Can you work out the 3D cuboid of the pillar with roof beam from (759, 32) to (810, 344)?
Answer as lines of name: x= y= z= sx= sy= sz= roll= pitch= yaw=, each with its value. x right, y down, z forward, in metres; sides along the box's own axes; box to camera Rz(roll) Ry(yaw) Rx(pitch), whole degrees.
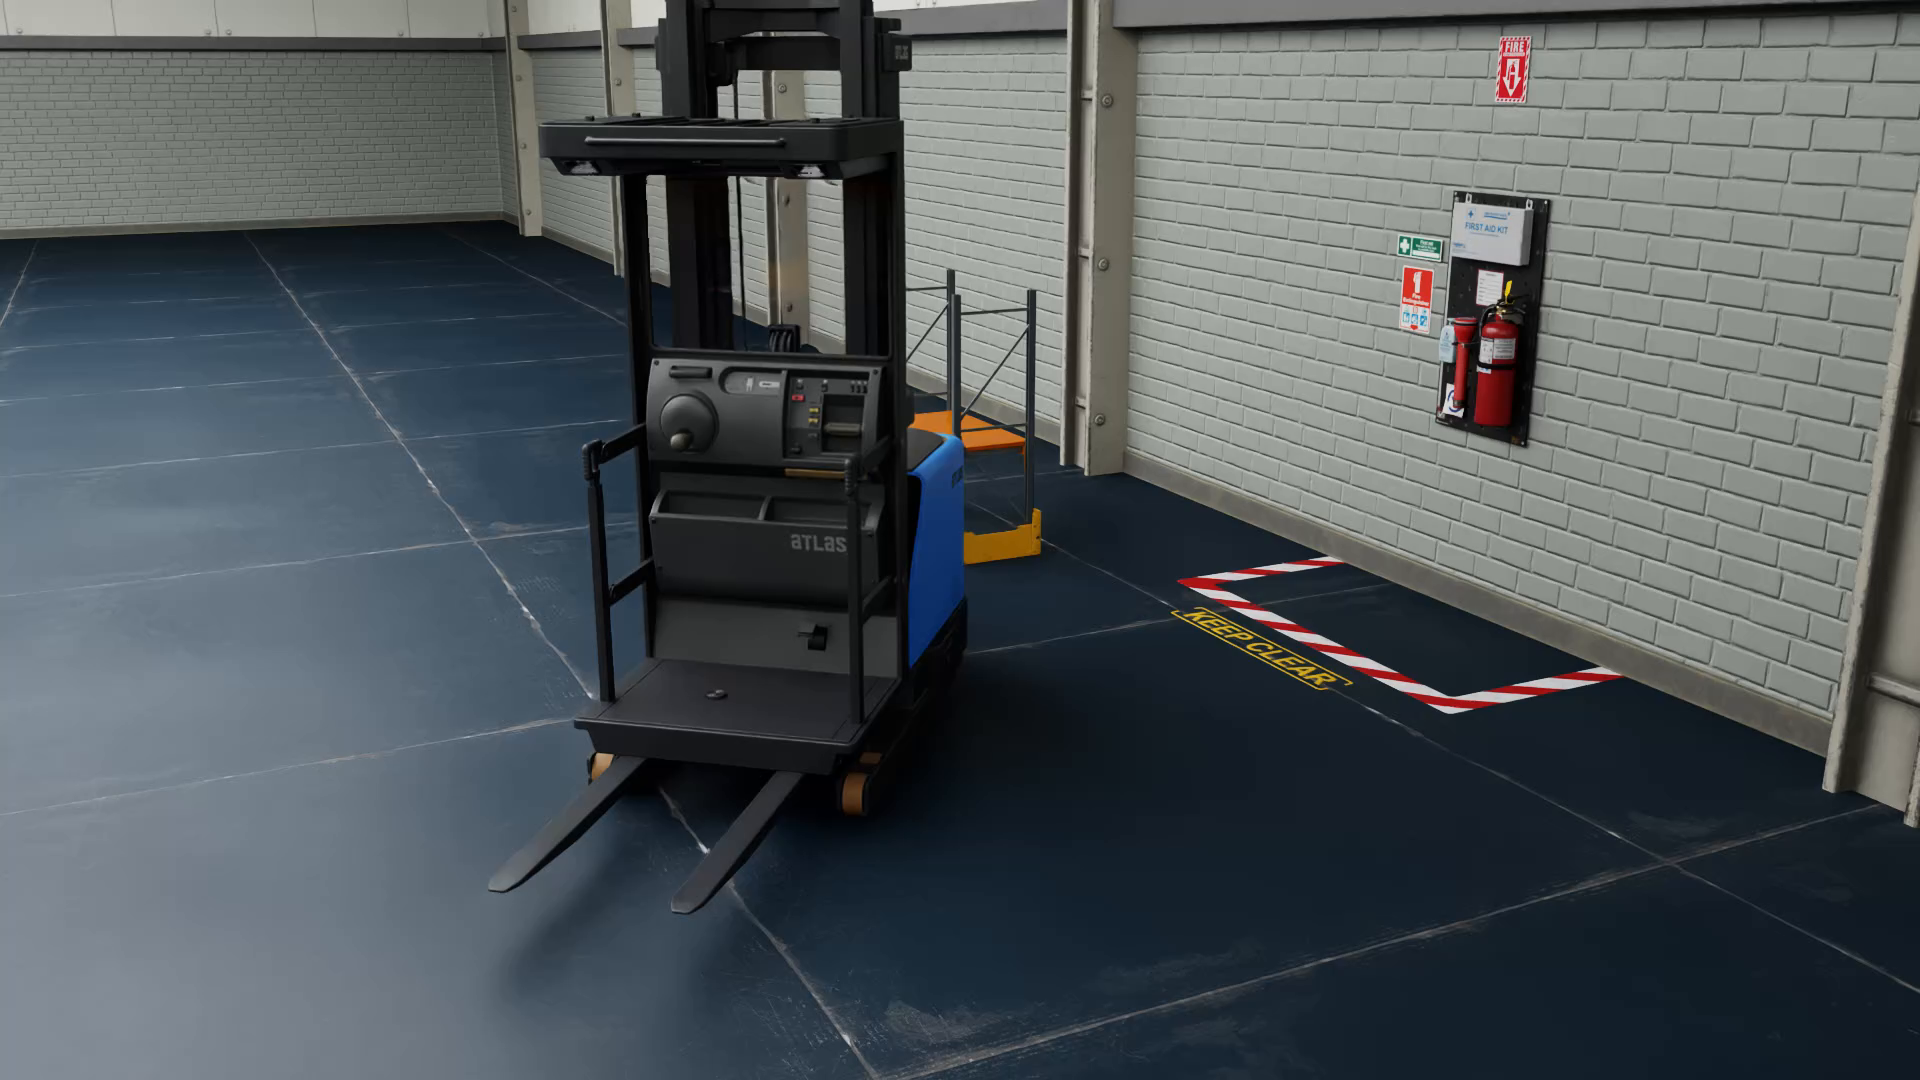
pillar with roof beam: x=-5.579 y=-5.794 z=13.626 sx=9.100 sy=9.000 sz=0.400 roll=-8 pitch=18 yaw=-25

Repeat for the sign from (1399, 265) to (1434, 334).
sign: x=2.350 y=-1.239 z=8.565 sx=0.001 sy=0.329 sz=0.234 roll=-8 pitch=18 yaw=-25

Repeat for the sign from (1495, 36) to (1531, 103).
sign: x=2.585 y=-2.201 z=7.778 sx=0.001 sy=0.298 sz=0.199 roll=-8 pitch=18 yaw=-25

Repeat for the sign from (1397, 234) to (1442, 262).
sign: x=2.344 y=-1.491 z=8.485 sx=0.001 sy=0.109 sz=0.331 roll=-8 pitch=18 yaw=-25

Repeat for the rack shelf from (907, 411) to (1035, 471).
rack shelf: x=-0.037 y=-0.569 z=9.667 sx=0.538 sy=0.185 sz=1.000 roll=-8 pitch=18 yaw=-25

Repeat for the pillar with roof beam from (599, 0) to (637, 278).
pillar with roof beam: x=-8.208 y=-7.282 z=18.810 sx=9.100 sy=9.000 sz=0.400 roll=-8 pitch=18 yaw=-25

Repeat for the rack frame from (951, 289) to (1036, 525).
rack frame: x=0.185 y=-0.616 z=9.178 sx=0.500 sy=1.500 sz=0.032 roll=-8 pitch=18 yaw=-25

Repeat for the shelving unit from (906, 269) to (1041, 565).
shelving unit: x=-0.033 y=-0.740 z=9.610 sx=0.587 sy=1.500 sz=1.083 roll=-8 pitch=18 yaw=-25

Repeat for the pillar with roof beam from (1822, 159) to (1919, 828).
pillar with roof beam: x=-0.322 y=-2.818 z=3.257 sx=9.100 sy=9.000 sz=0.400 roll=-8 pitch=18 yaw=-25

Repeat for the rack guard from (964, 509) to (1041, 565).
rack guard: x=0.185 y=-0.016 z=9.352 sx=0.587 sy=0.250 sz=0.087 roll=-8 pitch=18 yaw=-25

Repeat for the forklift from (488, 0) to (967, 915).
forklift: x=-0.799 y=-0.496 z=6.164 sx=1.130 sy=2.935 sz=3.031 roll=4 pitch=16 yaw=13

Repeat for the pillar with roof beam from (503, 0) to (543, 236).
pillar with roof beam: x=-10.837 y=-8.769 z=23.995 sx=9.100 sy=9.000 sz=0.400 roll=-8 pitch=18 yaw=-25

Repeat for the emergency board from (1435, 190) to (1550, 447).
emergency board: x=2.499 y=-1.072 z=8.049 sx=0.194 sy=1.169 sz=0.643 roll=-8 pitch=18 yaw=-25

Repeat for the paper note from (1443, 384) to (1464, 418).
paper note: x=2.484 y=-0.701 z=8.353 sx=0.016 sy=0.148 sz=0.142 roll=-8 pitch=18 yaw=-25

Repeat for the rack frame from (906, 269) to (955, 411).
rack frame: x=-0.260 y=-0.868 z=10.057 sx=0.500 sy=1.500 sz=0.032 roll=-8 pitch=18 yaw=-25

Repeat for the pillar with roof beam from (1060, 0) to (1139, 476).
pillar with roof beam: x=-2.951 y=-4.306 z=8.442 sx=9.100 sy=9.000 sz=0.400 roll=-8 pitch=18 yaw=-25
